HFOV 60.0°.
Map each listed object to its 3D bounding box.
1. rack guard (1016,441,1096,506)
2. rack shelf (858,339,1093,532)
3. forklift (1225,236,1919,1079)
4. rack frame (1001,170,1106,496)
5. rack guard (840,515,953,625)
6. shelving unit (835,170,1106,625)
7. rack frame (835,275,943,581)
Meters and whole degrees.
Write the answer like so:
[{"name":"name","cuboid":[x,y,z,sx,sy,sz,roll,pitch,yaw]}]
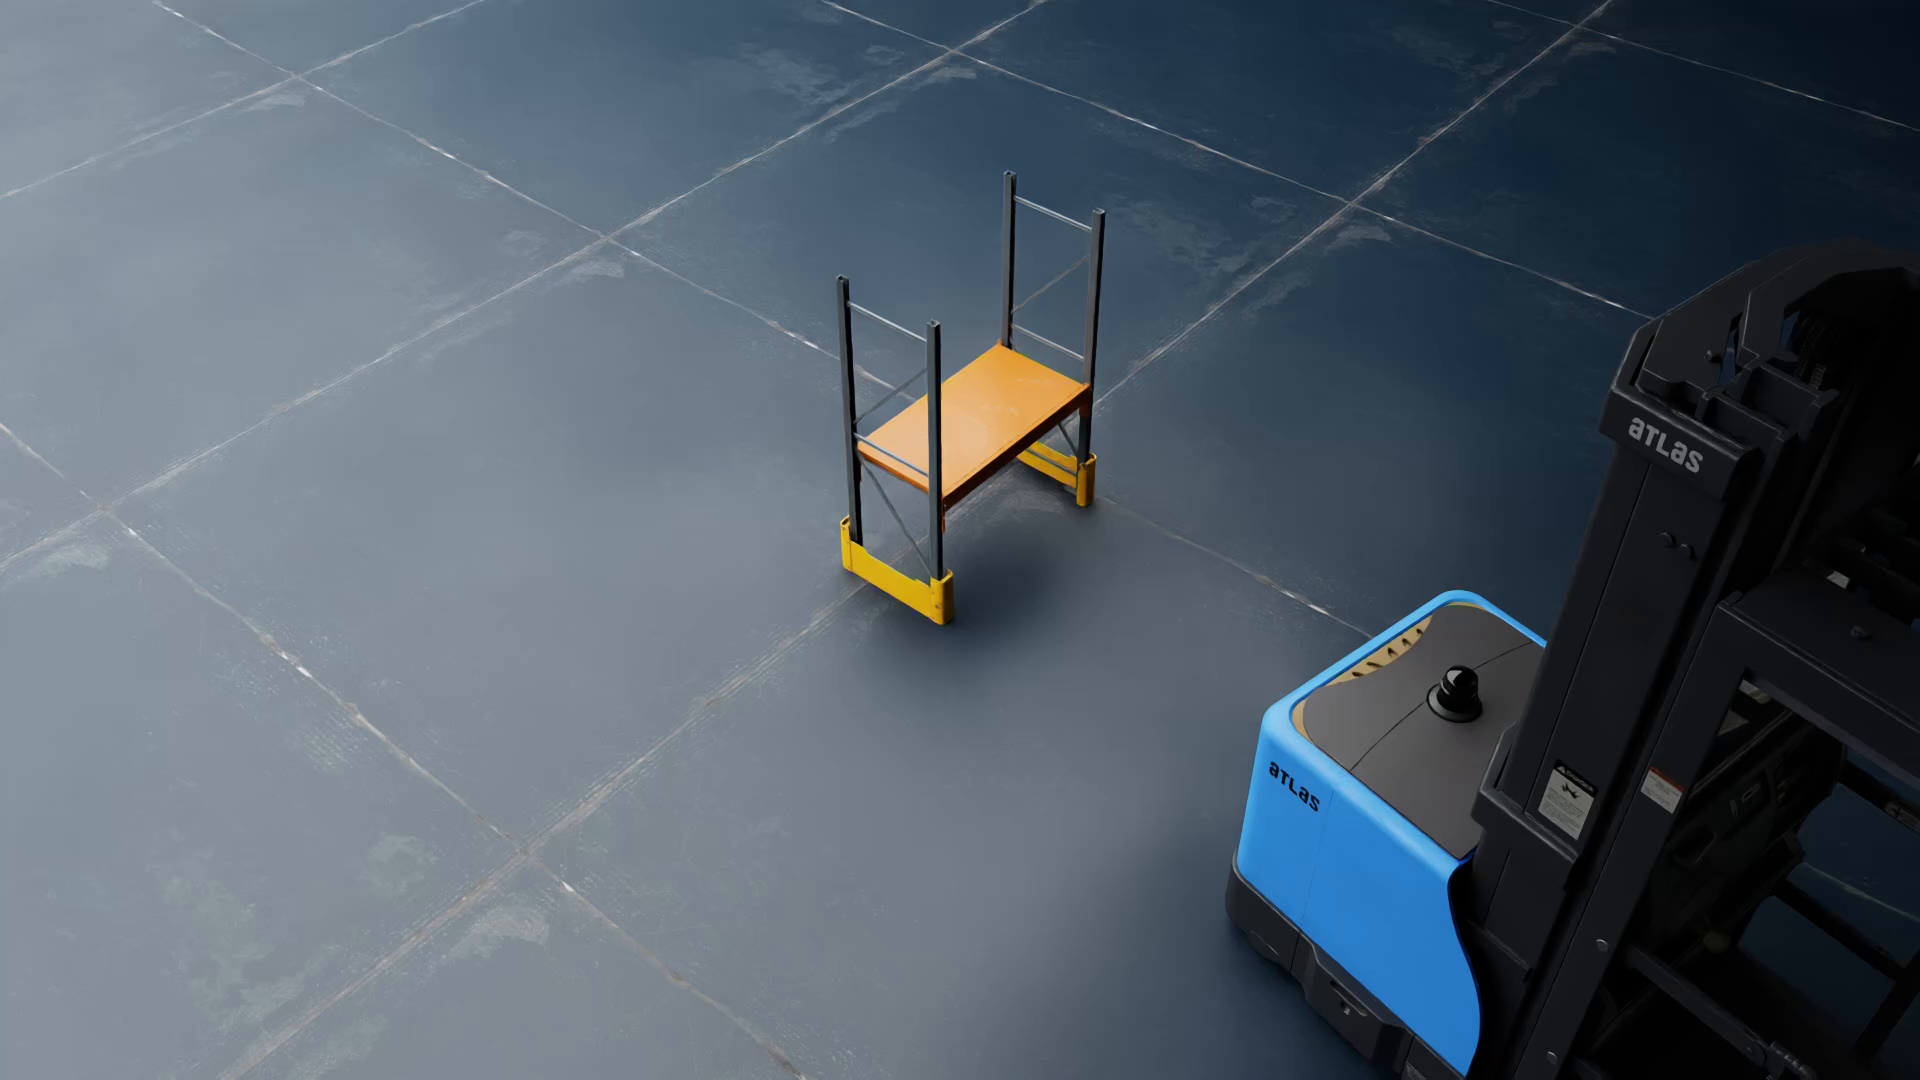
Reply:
[{"name":"rack guard","cuboid":[0.370,-0.388,7.673,0.587,0.250,0.087,29,50,28]},{"name":"rack shelf","cuboid":[0.055,-0.466,7.097,0.538,0.185,1.000,29,50,28]},{"name":"forklift","cuboid":[2.244,0.835,4.335,1.130,2.935,3.031,-28,49,-27]},{"name":"rack frame","cuboid":[0.382,-0.861,7.264,0.500,1.500,0.032,29,50,28]},{"name":"rack guard","cuboid":[-0.271,0.125,7.109,0.587,0.250,0.087,29,50,28]},{"name":"shelving unit","cuboid":[0.049,-0.594,6.971,0.587,1.500,1.083,29,50,28]},{"name":"rack frame","cuboid":[-0.272,-0.337,6.688,0.500,1.500,0.032,29,50,28]}]
